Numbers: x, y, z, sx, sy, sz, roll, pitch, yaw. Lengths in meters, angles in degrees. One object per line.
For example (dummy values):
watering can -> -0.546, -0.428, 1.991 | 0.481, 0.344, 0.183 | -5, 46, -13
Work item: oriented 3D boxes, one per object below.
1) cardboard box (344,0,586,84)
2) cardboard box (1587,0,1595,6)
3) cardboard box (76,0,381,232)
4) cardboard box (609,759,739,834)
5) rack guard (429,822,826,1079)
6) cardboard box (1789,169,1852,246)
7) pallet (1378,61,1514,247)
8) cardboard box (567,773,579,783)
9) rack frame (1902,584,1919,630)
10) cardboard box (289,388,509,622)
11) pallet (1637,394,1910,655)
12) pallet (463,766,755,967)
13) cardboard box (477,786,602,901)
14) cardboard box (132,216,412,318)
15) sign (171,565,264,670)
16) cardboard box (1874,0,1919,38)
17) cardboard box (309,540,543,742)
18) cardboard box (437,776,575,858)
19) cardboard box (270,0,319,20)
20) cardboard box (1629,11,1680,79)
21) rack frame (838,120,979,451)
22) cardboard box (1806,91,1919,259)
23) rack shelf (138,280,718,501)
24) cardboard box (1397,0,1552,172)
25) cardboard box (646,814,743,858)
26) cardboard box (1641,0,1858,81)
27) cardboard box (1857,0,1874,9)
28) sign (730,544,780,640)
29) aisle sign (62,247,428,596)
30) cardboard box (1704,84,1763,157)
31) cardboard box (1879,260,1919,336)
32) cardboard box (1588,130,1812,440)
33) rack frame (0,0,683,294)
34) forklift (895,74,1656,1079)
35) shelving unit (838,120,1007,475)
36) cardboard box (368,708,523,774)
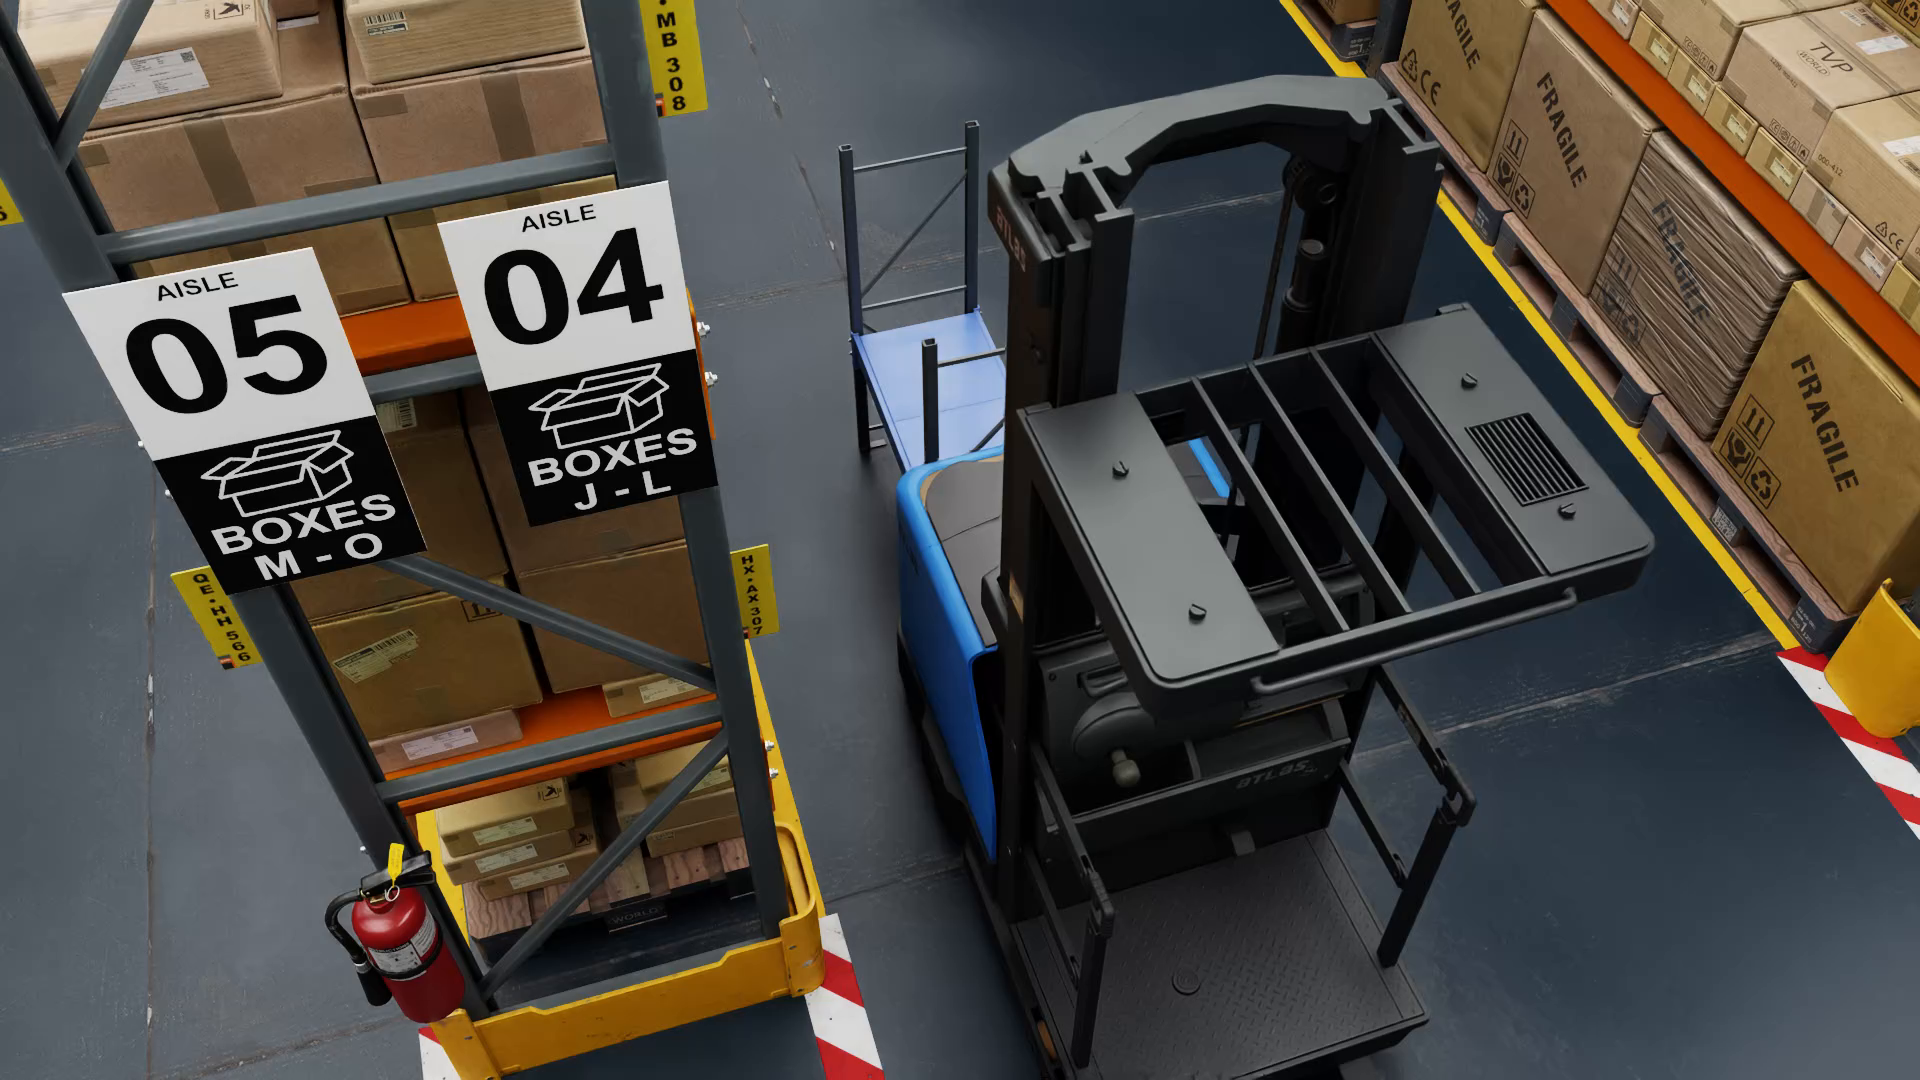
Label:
cardboard box -> -0.882, -0.968, 2.943 | 0.380, 0.149, 0.250 | -14, 51, -11
cardboard box -> 2.663, -2.306, 6.686 | 0.380, 0.149, 0.250 | -14, 51, -11
cardboard box -> -1.383, -0.831, 3.087 | 0.500, 0.250, 0.500 | -15, 51, -12
cardboard box -> -0.913, 0.775, 5.320 | 0.380, 0.149, 0.250 | -11, 51, -9
rack guard -> -1.026, 1.278, 5.135 | 1.175, 0.500, 0.348 | -13, 51, -11
cardboard box -> 3.120, -1.181, 5.738 | 0.380, 0.149, 0.250 | -13, 51, -10
pallet -> 2.732, -1.969, 8.062 | 1.003, 0.211, 1.213 | -13, 51, -11
cardboard box -> -1.458, 0.692, 5.390 | 0.380, 0.149, 0.250 | -14, 51, -12
rack frame -> 3.764, -0.520, 5.016 | 1.000, 3.000, 0.127 | -13, 51, -11
cardboard box -> -1.377, -0.200, 3.833 | 0.500, 0.500, 0.500 | -14, 51, -12
pallet -> 3.453, -0.187, 6.560 | 1.003, 0.211, 1.213 | -13, 51, -11
pallet -> -1.232, 0.770, 5.753 | 1.003, 0.211, 1.213 | -13, 51, -11
cardboard box -> -1.358, 0.974, 5.347 | 0.380, 0.149, 0.250 | -13, 51, -10
cardboard box -> -1.391, -0.663, 3.273 | 0.500, 0.250, 0.500 | -14, 51, -12
sign -> -1.540, 0.164, 3.476 | 0.100, 0.325, 0.005 | -13, 51, -11
cardboard box -> 3.574, -1.963, 5.646 | 0.500, 0.500, 0.500 | -15, 51, -12
cardboard box -> -1.382, 0.130, 4.208 | 0.500, 0.500, 0.500 | -12, 51, -10
cardboard box -> -1.402, 0.790, 5.112 | 0.380, 0.149, 0.250 | -13, 51, -11
cardboard box -> -1.382, -1.054, 3.015 | 0.380, 0.149, 0.250 | -13, 51, -10
cardboard box -> 2.814, -1.931, 6.370 | 0.380, 0.149, 0.250 | -15, 51, -12
rack frame -> -0.176, -0.917, 6.332 | 0.500, 1.500, 0.032 | -13, 51, -11
cardboard box -> 3.218, -1.232, 5.520 | 0.500, 0.250, 0.500 | -14, 51, -12
rack shelf -> -1.595, -1.668, 4.492 | 1.077, 0.370, 4.000 | -13, 51, -11
cardboard box -> 2.700, -2.392, 7.709 | 0.875, 0.875, 0.875 | -13, 51, -11
cardboard box -> -0.853, 0.856, 5.446 | 0.380, 0.149, 0.250 | -12, 51, -10
cardboard box -> 2.909, -1.983, 6.153 | 0.500, 0.250, 0.500 | -13, 51, -11
cardboard box -> 3.416, -2.105, 6.256 | 0.500, 0.250, 0.500 | -14, 51, -12
sign -> -0.485, 0.126, 3.905 | 0.100, 0.325, 0.005 | -13, 51, -11
aisle sign -> -1.269, -0.189, 3.037 | 0.394, 0.787, 0.004 | -13, 51, -11
cardboard box -> 2.964, -1.559, 6.057 | 0.380, 0.149, 0.250 | -13, 51, -11
cardboard box -> 3.266, -0.814, 5.428 | 0.380, 0.149, 0.250 | -13, 51, -11
cardboard box -> 3.230, -1.084, 6.607 | 0.875, 0.875, 0.875 | -13, 51, -11
rack frame -> -1.004, -1.406, 1.839 | 1.000, 3.000, 0.127 | -13, 51, -11
forklift -> 0.728, 0.477, 4.221 | 1.130, 2.935, 3.031 | -14, 51, -12
shelving unit -> -0.025, -0.546, 6.019 | 0.538, 1.500, 1.048 | -13, 51, -11
cardboard box -> -1.370, 0.435, 4.376 | 0.380, 0.149, 0.250 | -13, 51, -11
